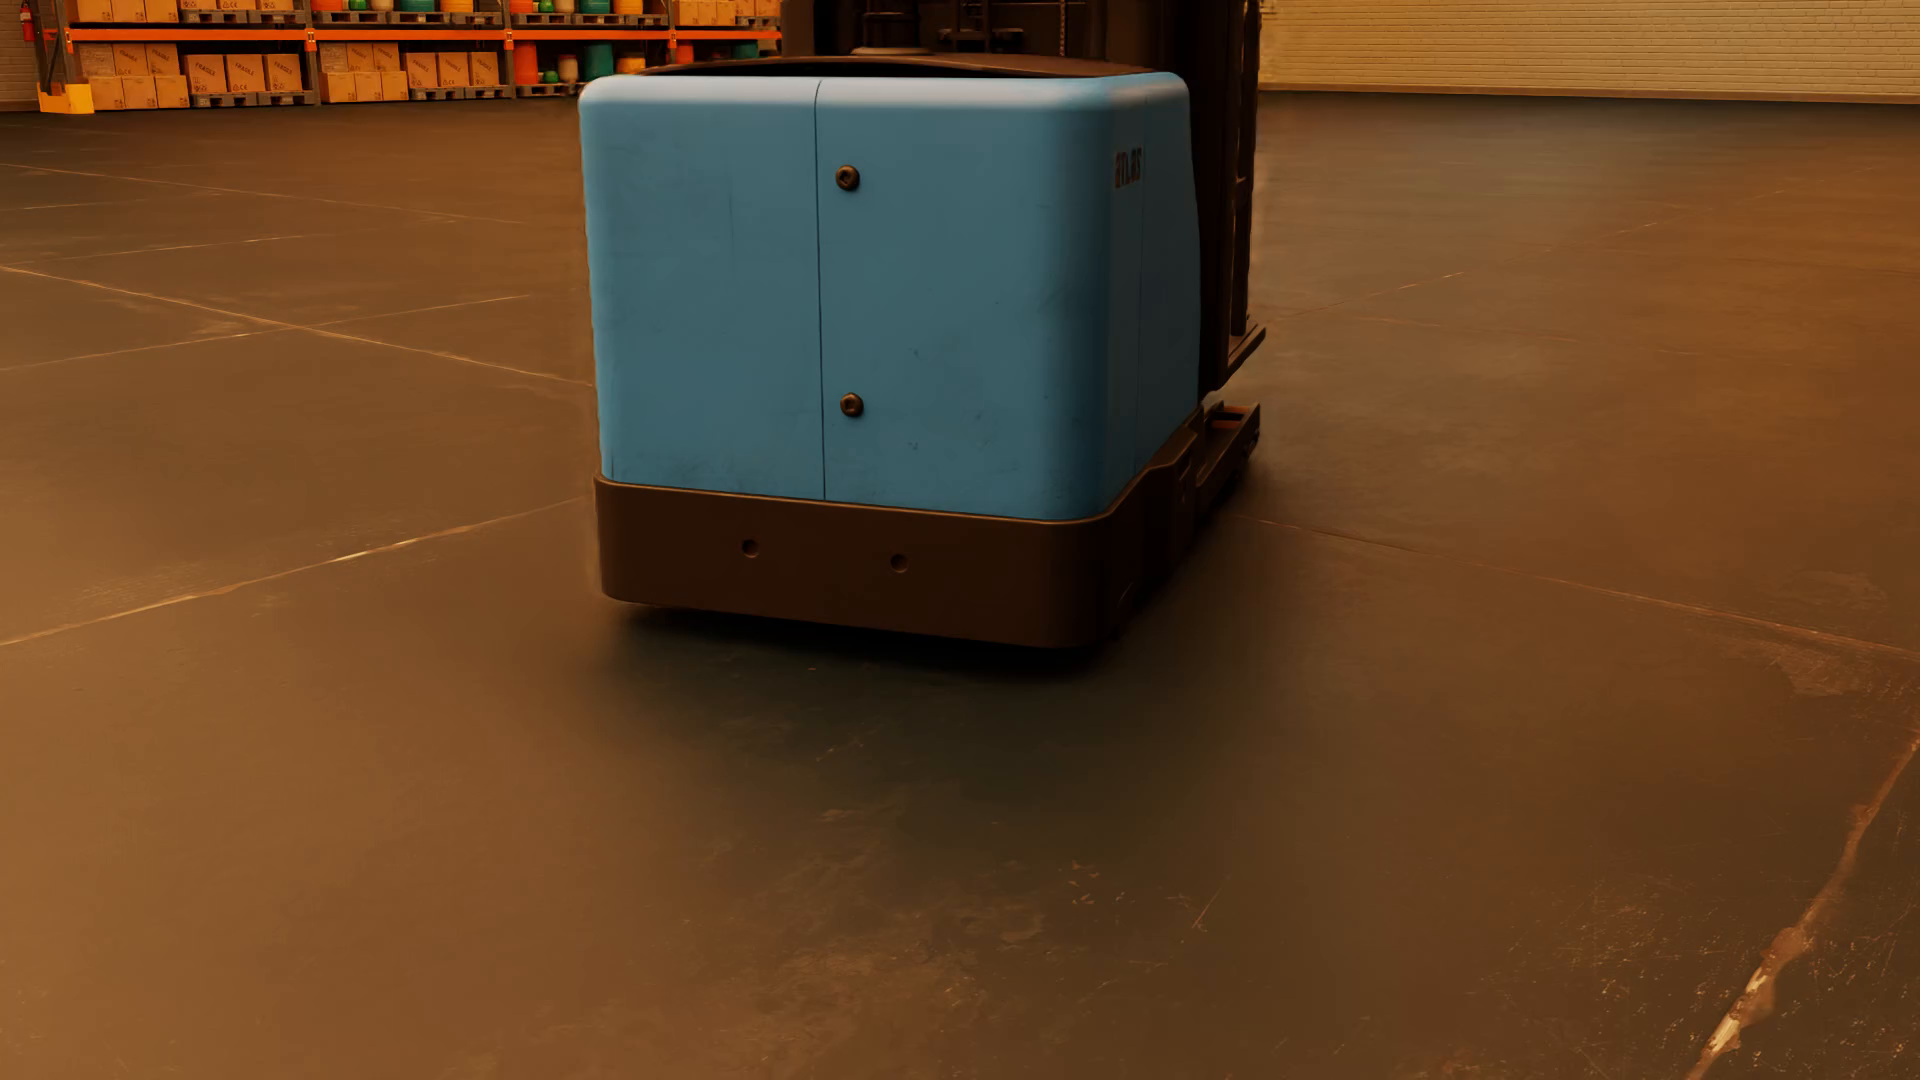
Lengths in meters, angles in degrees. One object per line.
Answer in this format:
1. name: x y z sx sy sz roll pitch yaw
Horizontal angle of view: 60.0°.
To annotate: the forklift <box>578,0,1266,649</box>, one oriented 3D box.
1. forklift: 0.210 -1.592 4.139 1.130 2.935 3.031 5 18 17
